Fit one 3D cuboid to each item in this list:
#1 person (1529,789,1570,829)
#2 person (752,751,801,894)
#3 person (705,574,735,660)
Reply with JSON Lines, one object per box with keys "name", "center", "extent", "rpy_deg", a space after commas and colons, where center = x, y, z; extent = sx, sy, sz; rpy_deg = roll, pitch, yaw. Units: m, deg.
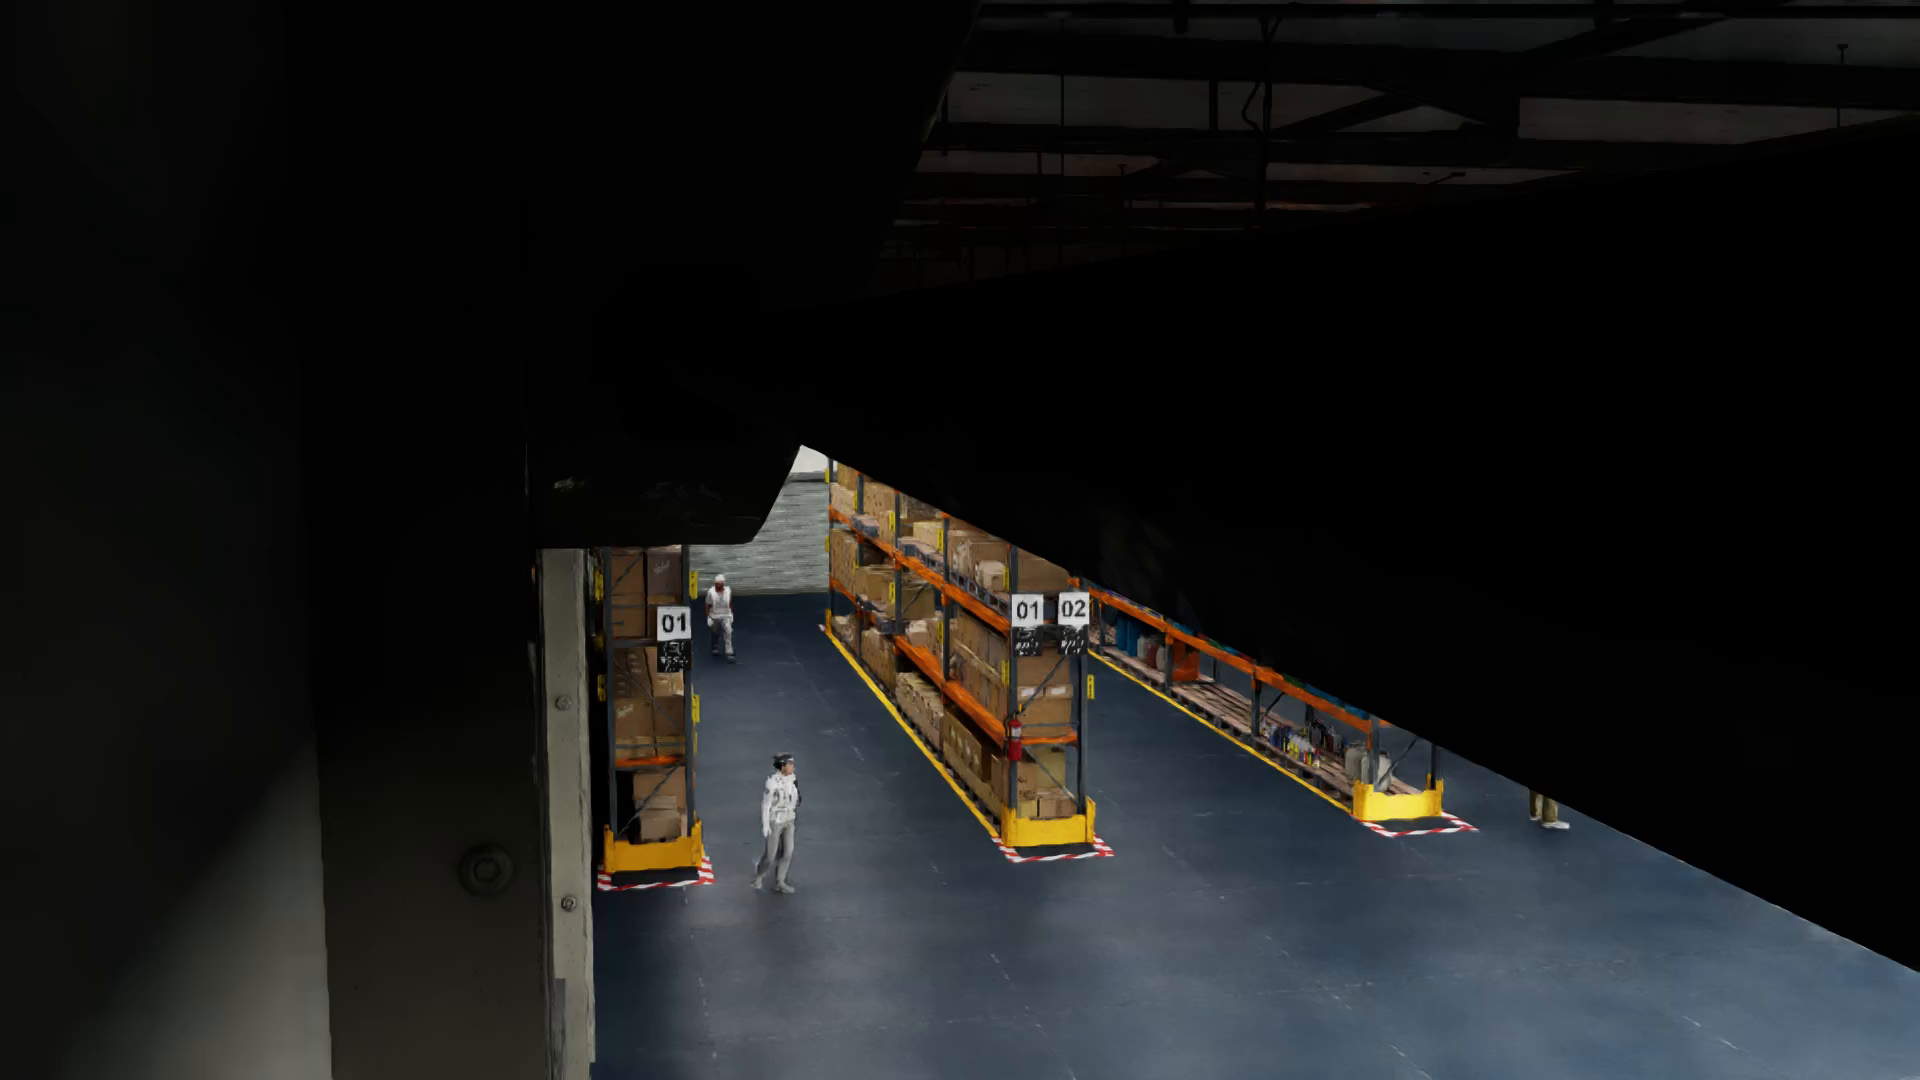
{"name": "person", "center": [7.733, 2.842, 21.819], "extent": [0.522, 1.790, 0.654], "rpy_deg": [-6, 9, -39]}
{"name": "person", "center": [-2.134, 3.238, 19.212], "extent": [0.534, 1.660, 0.522], "rpy_deg": [6, 9, 41]}
{"name": "person", "center": [-4.803, 1.517, 33.286], "extent": [0.569, 1.702, 1.114], "rpy_deg": [-2, 7, -15]}
